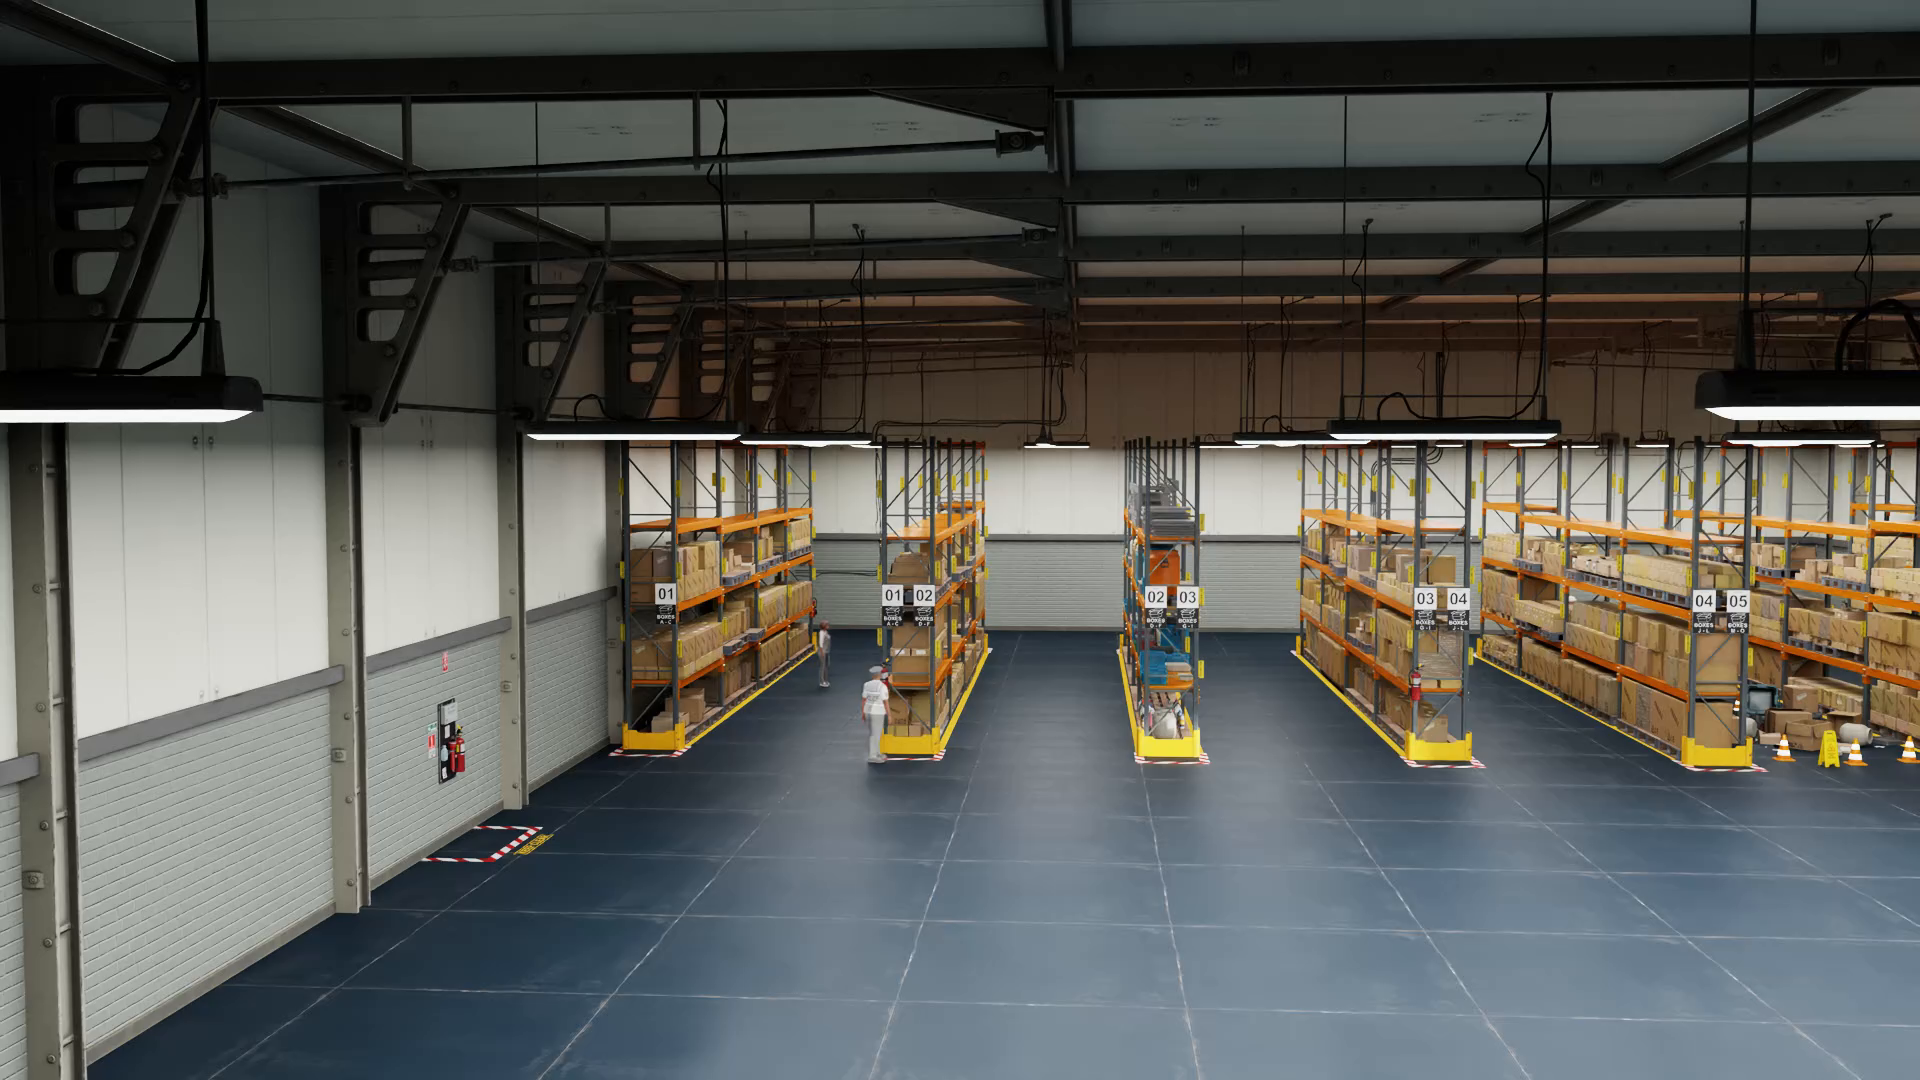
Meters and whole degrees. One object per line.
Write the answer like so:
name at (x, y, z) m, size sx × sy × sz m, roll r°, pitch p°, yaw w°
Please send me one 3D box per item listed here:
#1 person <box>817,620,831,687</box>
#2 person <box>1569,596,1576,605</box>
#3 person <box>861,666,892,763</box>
person at (-3.321, 2.787, 40.571) m, size 0.332 × 1.659 × 0.501 m, roll 1°, pitch 3°, yaw 12°
person at (16.617, 2.414, 45.473) m, size 0.477 × 1.774 × 0.620 m, roll 2°, pitch 4°, yaw 34°
person at (-1.480, 3.204, 30.660) m, size 0.577 × 1.766 × 0.591 m, roll -2°, pitch 4°, yaw -36°
